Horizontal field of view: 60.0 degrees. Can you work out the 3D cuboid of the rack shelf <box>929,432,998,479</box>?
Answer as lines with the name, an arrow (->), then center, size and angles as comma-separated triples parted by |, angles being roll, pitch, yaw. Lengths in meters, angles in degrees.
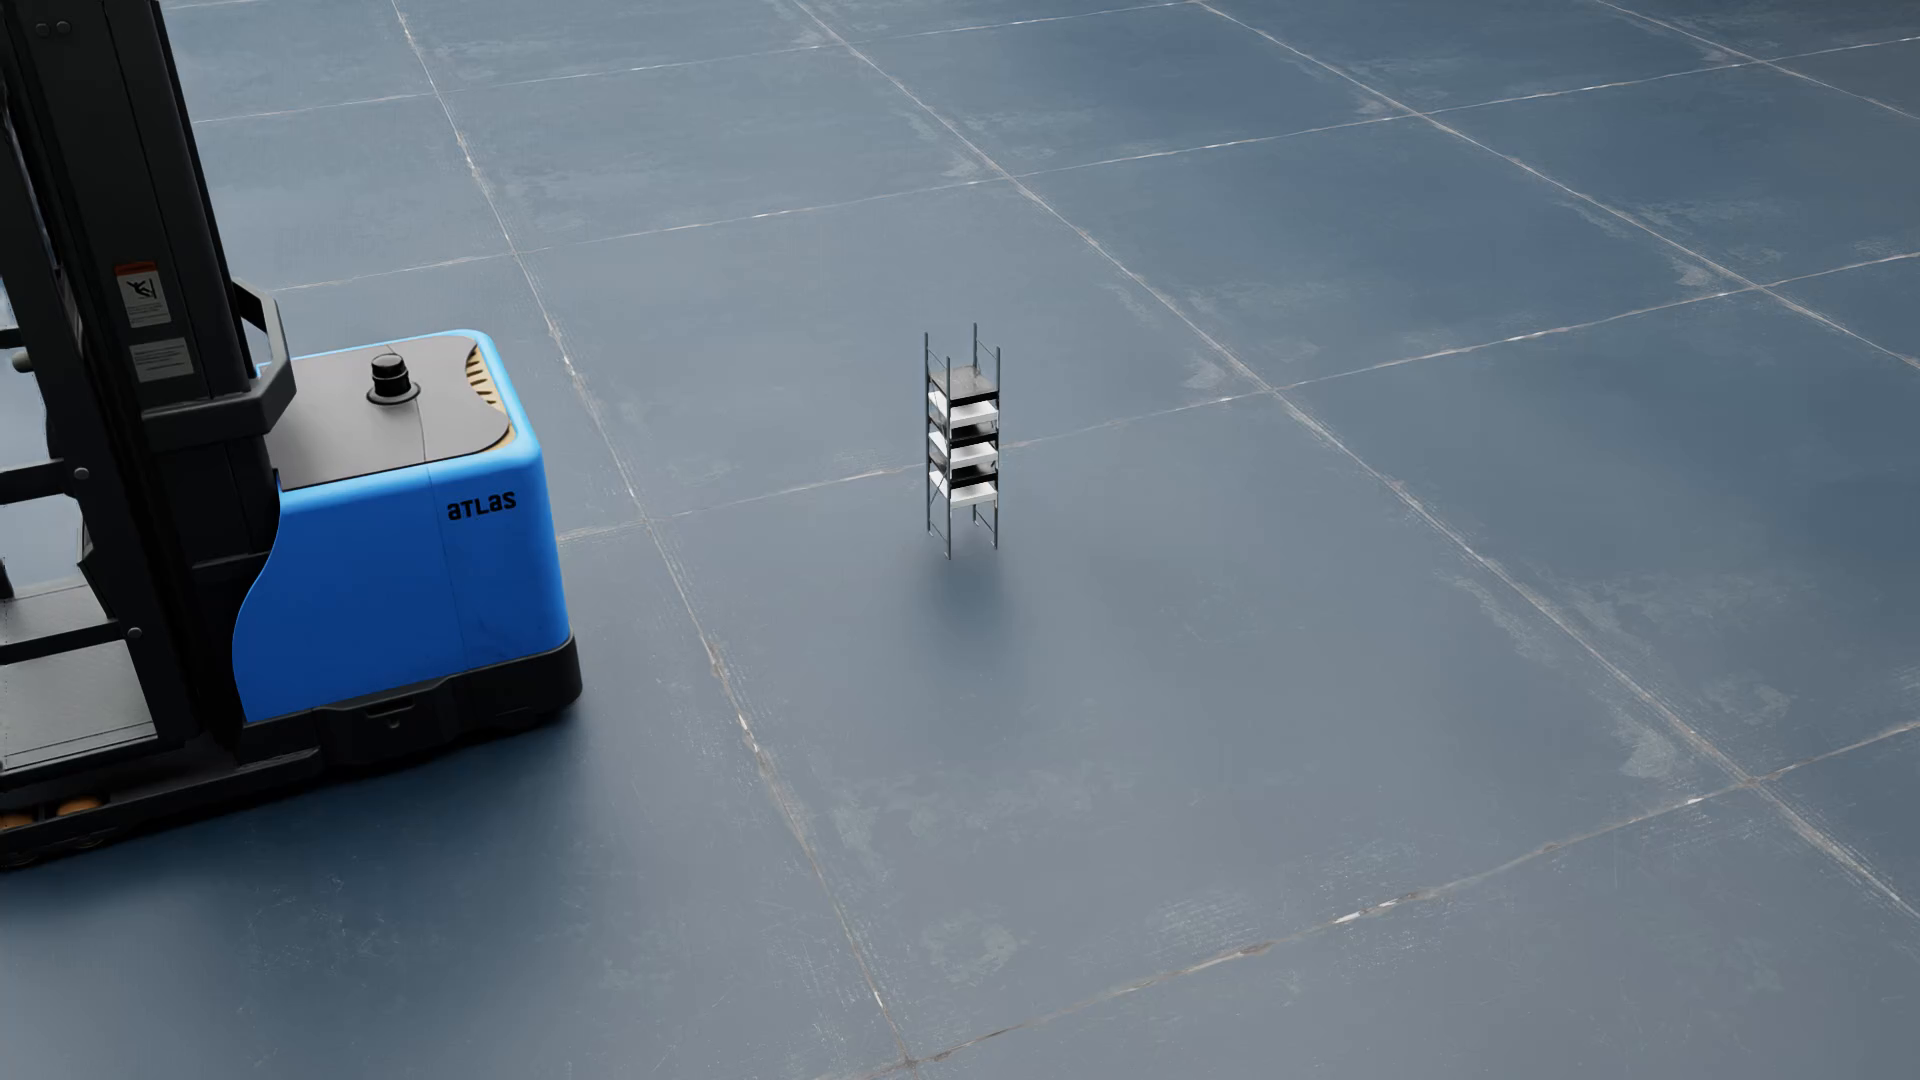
rack shelf -> 0.007, -0.351, 6.525 | 0.200, 0.077, 0.258 | -13, 35, -19

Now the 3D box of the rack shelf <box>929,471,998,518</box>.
rack shelf -> 0.007, -0.200, 6.624 | 0.200, 0.077, 0.258 | -13, 35, -19

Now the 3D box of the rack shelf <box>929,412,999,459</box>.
rack shelf -> 0.007, -0.426, 6.476 | 0.200, 0.077, 0.258 | -13, 35, -19

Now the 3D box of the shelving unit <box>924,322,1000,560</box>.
shelving unit -> 0.007, -0.379, 6.507 | 0.210, 0.900, 0.258 | -13, 35, -19

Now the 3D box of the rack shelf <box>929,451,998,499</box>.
rack shelf -> 0.007, -0.276, 6.574 | 0.200, 0.077, 0.258 | -13, 35, -19

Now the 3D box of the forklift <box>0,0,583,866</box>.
forklift -> -2.884, -0.541, 4.894 | 3.031, 2.935, 1.130 | -13, 35, -20

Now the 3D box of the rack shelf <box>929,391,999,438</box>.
rack shelf -> 0.007, -0.502, 6.427 | 0.200, 0.077, 0.258 | -13, 35, -19

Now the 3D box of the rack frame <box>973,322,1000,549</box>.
rack frame -> 0.101, -0.400, 6.540 | 0.006, 0.900, 0.240 | -13, 35, -19

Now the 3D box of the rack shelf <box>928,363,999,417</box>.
rack shelf -> 0.007, -0.577, 6.378 | 0.200, 0.077, 0.258 | -13, 35, -19

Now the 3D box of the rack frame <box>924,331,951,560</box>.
rack frame -> -0.086, -0.357, 6.474 | 0.006, 0.900, 0.240 | -13, 35, -19
